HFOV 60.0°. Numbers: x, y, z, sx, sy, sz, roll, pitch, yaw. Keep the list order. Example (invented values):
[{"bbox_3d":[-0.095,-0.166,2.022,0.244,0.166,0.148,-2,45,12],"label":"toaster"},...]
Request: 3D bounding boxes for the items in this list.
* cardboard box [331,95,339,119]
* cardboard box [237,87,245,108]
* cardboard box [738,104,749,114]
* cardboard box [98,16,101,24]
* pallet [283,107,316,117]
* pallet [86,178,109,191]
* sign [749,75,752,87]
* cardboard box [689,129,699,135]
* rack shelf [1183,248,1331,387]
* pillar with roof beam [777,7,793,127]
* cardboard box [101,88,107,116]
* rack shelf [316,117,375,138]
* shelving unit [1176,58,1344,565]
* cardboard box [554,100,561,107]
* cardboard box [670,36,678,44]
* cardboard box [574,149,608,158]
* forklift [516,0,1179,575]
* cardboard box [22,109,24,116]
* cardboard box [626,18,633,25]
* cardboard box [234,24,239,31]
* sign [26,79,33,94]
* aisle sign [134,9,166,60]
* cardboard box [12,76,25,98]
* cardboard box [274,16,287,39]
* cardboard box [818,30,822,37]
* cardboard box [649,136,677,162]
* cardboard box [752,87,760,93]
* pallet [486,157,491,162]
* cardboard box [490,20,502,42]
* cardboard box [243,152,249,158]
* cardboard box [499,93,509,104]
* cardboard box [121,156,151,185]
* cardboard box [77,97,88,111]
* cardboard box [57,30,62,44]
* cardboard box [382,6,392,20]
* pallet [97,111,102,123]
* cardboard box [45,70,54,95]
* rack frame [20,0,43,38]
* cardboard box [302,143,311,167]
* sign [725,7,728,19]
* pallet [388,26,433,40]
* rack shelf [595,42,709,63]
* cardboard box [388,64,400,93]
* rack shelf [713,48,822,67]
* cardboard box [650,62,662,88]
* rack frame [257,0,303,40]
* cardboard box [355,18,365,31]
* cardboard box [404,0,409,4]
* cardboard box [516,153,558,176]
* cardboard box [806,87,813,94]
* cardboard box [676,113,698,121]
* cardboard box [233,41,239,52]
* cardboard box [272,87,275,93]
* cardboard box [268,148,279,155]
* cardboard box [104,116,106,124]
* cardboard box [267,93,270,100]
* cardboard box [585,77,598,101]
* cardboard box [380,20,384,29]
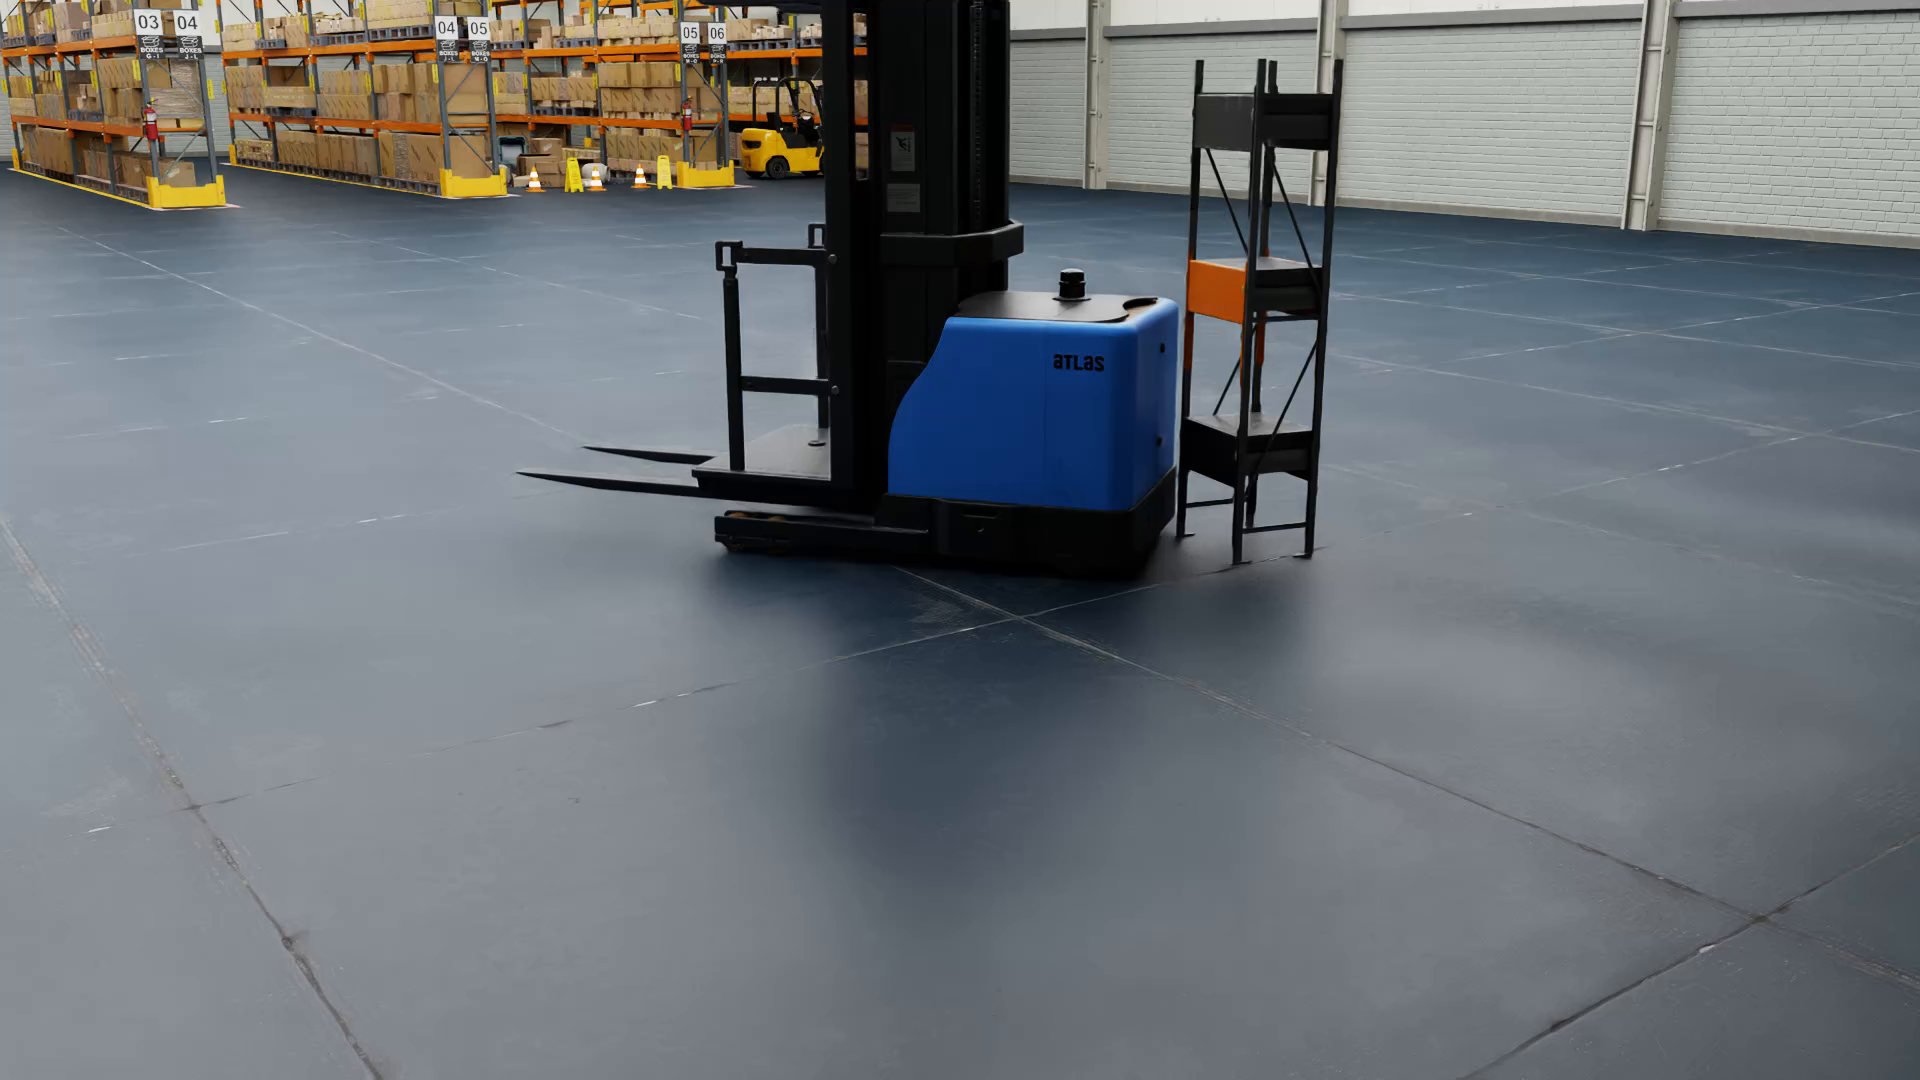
[{"bbox_3d":[-13.169,-9.307,35.709,0.500,0.500,0.500,-11,19,-35],"label":"cardboard box"},{"bbox_3d":[-17.862,-11.157,41.904,0.500,0.500,0.500,-11,19,-34],"label":"cardboard box"},{"bbox_3d":[-5.191,-10.751,41.460,0.500,0.250,0.500,-12,19,-36],"label":"cardboard box"},{"bbox_3d":[-15.378,-9.413,30.133,0.380,0.149,0.250,-12,19,-37],"label":"cardboard box"},{"bbox_3d":[-15.009,-9.936,38.561,1.003,0.211,1.213,-11,19,-35],"label":"pallet"},{"bbox_3d":[-16.712,-7.092,33.087,1.003,0.211,1.213,-11,19,-35],"label":"pallet"},{"bbox_3d":[-5.407,-11.819,42.883,0.100,0.325,0.005,-11,19,-35],"label":"sign"},{"bbox_3d":[-7.107,-10.837,44.199,0.380,0.149,0.250,-12,19,-37],"label":"cardboard box"},{"bbox_3d":[1.275,-0.971,7.194,0.431,0.518,0.480,-6,17,-22],"label":"rack shelf"},{"bbox_3d":[-7.841,-13.260,38.979,9.100,9.000,0.400,-11,19,-35],"label":"pillar with roof beam"},{"bbox_3d":[-15.317,-8.096,30.721,0.875,0.500,0.500,-11,19,-35],"label":"cardboard box"},{"bbox_3d":[-12.636,-8.838,35.549,1.077,0.370,4.000,-11,19,-35],"label":"rack shelf"},{"bbox_3d":[1.275,-0.984,7.190,0.431,2.100,0.503,-6,17,-22],"label":"shelving unit"},{"bbox_3d":[-9.214,-10.153,38.670,0.380,0.149,0.250,-10,18,-31],"label":"cardboard box"},{"bbox_3d":[-5.599,-10.052,33.416,0.380,0.149,0.250,-11,19,-34],"label":"cardboard box"},{"bbox_3d":[-8.251,-8.748,38.038,0.950,0.372,0.625,-10,18,-31],"label":"cardboard box"},{"bbox_3d":[-0.575,-1.478,7.424,3.031,2.935,1.130,5,16,18],"label":"forklift"},{"bbox_3d":[-21.584,-9.940,38.688,0.380,0.149,0.250,-10,18,-34],"label":"cardboard box"},{"bbox_3d":[-6.784,-10.871,34.896,0.380,0.149,0.250,-11,19,-35],"label":"cardboard box"},{"bbox_3d":[-17.816,-12.736,41.326,0.380,0.149,0.250,-10,18,-33],"label":"cardboard box"},{"bbox_3d":[-20.683,-10.087,36.960,0.100,0.325,0.005,-11,19,-35],"label":"sign"},{"bbox_3d":[-13.386,-8.350,27.477,0.394,0.787,0.004,-11,19,-35],"label":"aisle sign"},{"bbox_3d":[-21.920,-10.644,39.085,0.500,0.500,0.500,-11,19,-36],"label":"cardboard box"},{"bbox_3d":[-15.362,-11.815,38.390,0.797,0.503,0.637,-11,19,-35],"label":"cardboard box"},{"bbox_3d":[-3.032,-11.589,38.044,0.380,0.149,0.250,-10,18,-33],"label":"cardboard box"},{"bbox_3d":[-6.155,-8.173,34.750,0.500,0.500,0.500,-10,18,-33],"label":"cardboard box"},{"bbox_3d":[-4.877,-11.032,40.782,0.380,0.149,0.250,-11,19,-36],"label":"cardboard box"},{"bbox_3d":[-11.704,-9.758,42.830,1.003,0.211,1.213,-11,19,-35],"label":"pallet"},{"bbox_3d":[-11.138,-12.431,40.646,0.500,0.500,0.500,-11,19,-34],"label":"cardboard box"},{"bbox_3d":[-18.033,-9.820,42.377,0.380,0.149,0.250,-11,19,-34],"label":"cardboard box"},{"bbox_3d":[-10.979,-10.850,40.874,0.500,0.250,0.500,-11,19,-36],"label":"cardboard box"},{"bbox_3d":[-15.328,-6.915,31.099,0.500,0.500,0.500,-12,19,-36],"label":"cardboard box"},{"bbox_3d":[-17.084,-8.601,32.807,0.500,0.250,0.500,-12,19,-36],"label":"cardboard box"},{"bbox_3d":[-17.813,-10.099,33.393,0.500,0.250,0.500,-10,18,-34],"label":"cardboard box"},{"bbox_3d":[-10.804,-10.164,32.083,0.500,0.250,0.500,-11,19,-35],"label":"cardboard box"},{"bbox_3d":[-15.863,-8.103,31.864,1.003,0.211,1.213,-11,19,-35],"label":"pallet"},{"bbox_3d":[-19.459,-9.967,36.220,0.797,0.503,0.637,-11,19,-34],"label":"cardboard box"},{"bbox_3d":[-20.235,-12.612,36.609,1.000,3.000,0.127,-11,19,-35],"label":"rack frame"},{"bbox_3d":[-14.712,-8.821,38.061,0.500,0.500,0.500,-10,18,-32],"label":"cardboard box"},{"bbox_3d":[-4.725,-10.647,33.455,0.100,0.325,0.005,-11,19,-35],"label":"sign"},{"bbox_3d":[-10.274,-9.726,31.914,1.003,0.211,1.213,-11,19,-35],"label":"pallet"},{"bbox_3d":[-6.339,-10.221,34.918,1.077,0.370,4.000,-11,19,-35],"label":"rack shelf"},{"bbox_3d":[-10.647,-9.031,32.561,0.875,0.550,0.550,-11,19,-35],"label":"cardboard box"},{"bbox_3d":[-4.678,-11.846,40.857,1.077,0.370,4.000,-11,19,-35],"label":"rack shelf"},{"bbox_3d":[-5.932,-9.552,34.148,0.700,0.500,0.500,-11,19,-34],"label":"cardboard box"},{"bbox_3d":[-16.164,-13.360,39.343,1.000,3.000,0.127,-11,19,-35],"label":"rack frame"},{"bbox_3d":[-12.005,-10.509,33.909,0.500,0.250,0.500,-11,19,-34],"label":"cardboard box"},{"bbox_3d":[-10.176,-10.101,31.099,0.380,0.149,0.250,-11,19,-34],"label":"cardboard box"},{"bbox_3d":[-8.801,-7.736,34.630,0.797,0.637,0.503,-11,19,-35],"label":"cardboard box"},{"bbox_3d":[-3.374,-10.516,38.900,0.380,0.149,0.250,-10,18,-33],"label":"cardboard box"},{"bbox_3d":[-5.556,-8.619,33.862,0.380,0.149,0.250,-10,18,-33],"label":"cardboard box"},{"bbox_3d":[-17.839,-12.338,41.576,0.500,0.250,0.500,-12,19,-36],"label":"cardboard box"},{"bbox_3d":[-15.842,-10.512,38.854,0.380,0.149,0.250,-11,19,-35],"label":"cardboard box"},{"bbox_3d":[-16.606,-9.455,40.482,0.380,0.149,0.250,-10,18,-33],"label":"cardboard box"},{"bbox_3d":[-15.648,-7.796,30.854,0.380,0.149,0.250,-11,19,-35],"label":"cardboard box"},{"bbox_3d":[-16.150,-10.481,39.304,0.380,0.149,0.250,-11,19,-36],"label":"cardboard box"},{"bbox_3d":[-7.972,-10.005,36.902,0.500,0.500,0.500,-11,19,-36],"label":"cardboard box"},{"bbox_3d":[-11.074,-10.042,32.393,0.380,0.149,0.250,-11,19,-35],"label":"cardboard box"}]
